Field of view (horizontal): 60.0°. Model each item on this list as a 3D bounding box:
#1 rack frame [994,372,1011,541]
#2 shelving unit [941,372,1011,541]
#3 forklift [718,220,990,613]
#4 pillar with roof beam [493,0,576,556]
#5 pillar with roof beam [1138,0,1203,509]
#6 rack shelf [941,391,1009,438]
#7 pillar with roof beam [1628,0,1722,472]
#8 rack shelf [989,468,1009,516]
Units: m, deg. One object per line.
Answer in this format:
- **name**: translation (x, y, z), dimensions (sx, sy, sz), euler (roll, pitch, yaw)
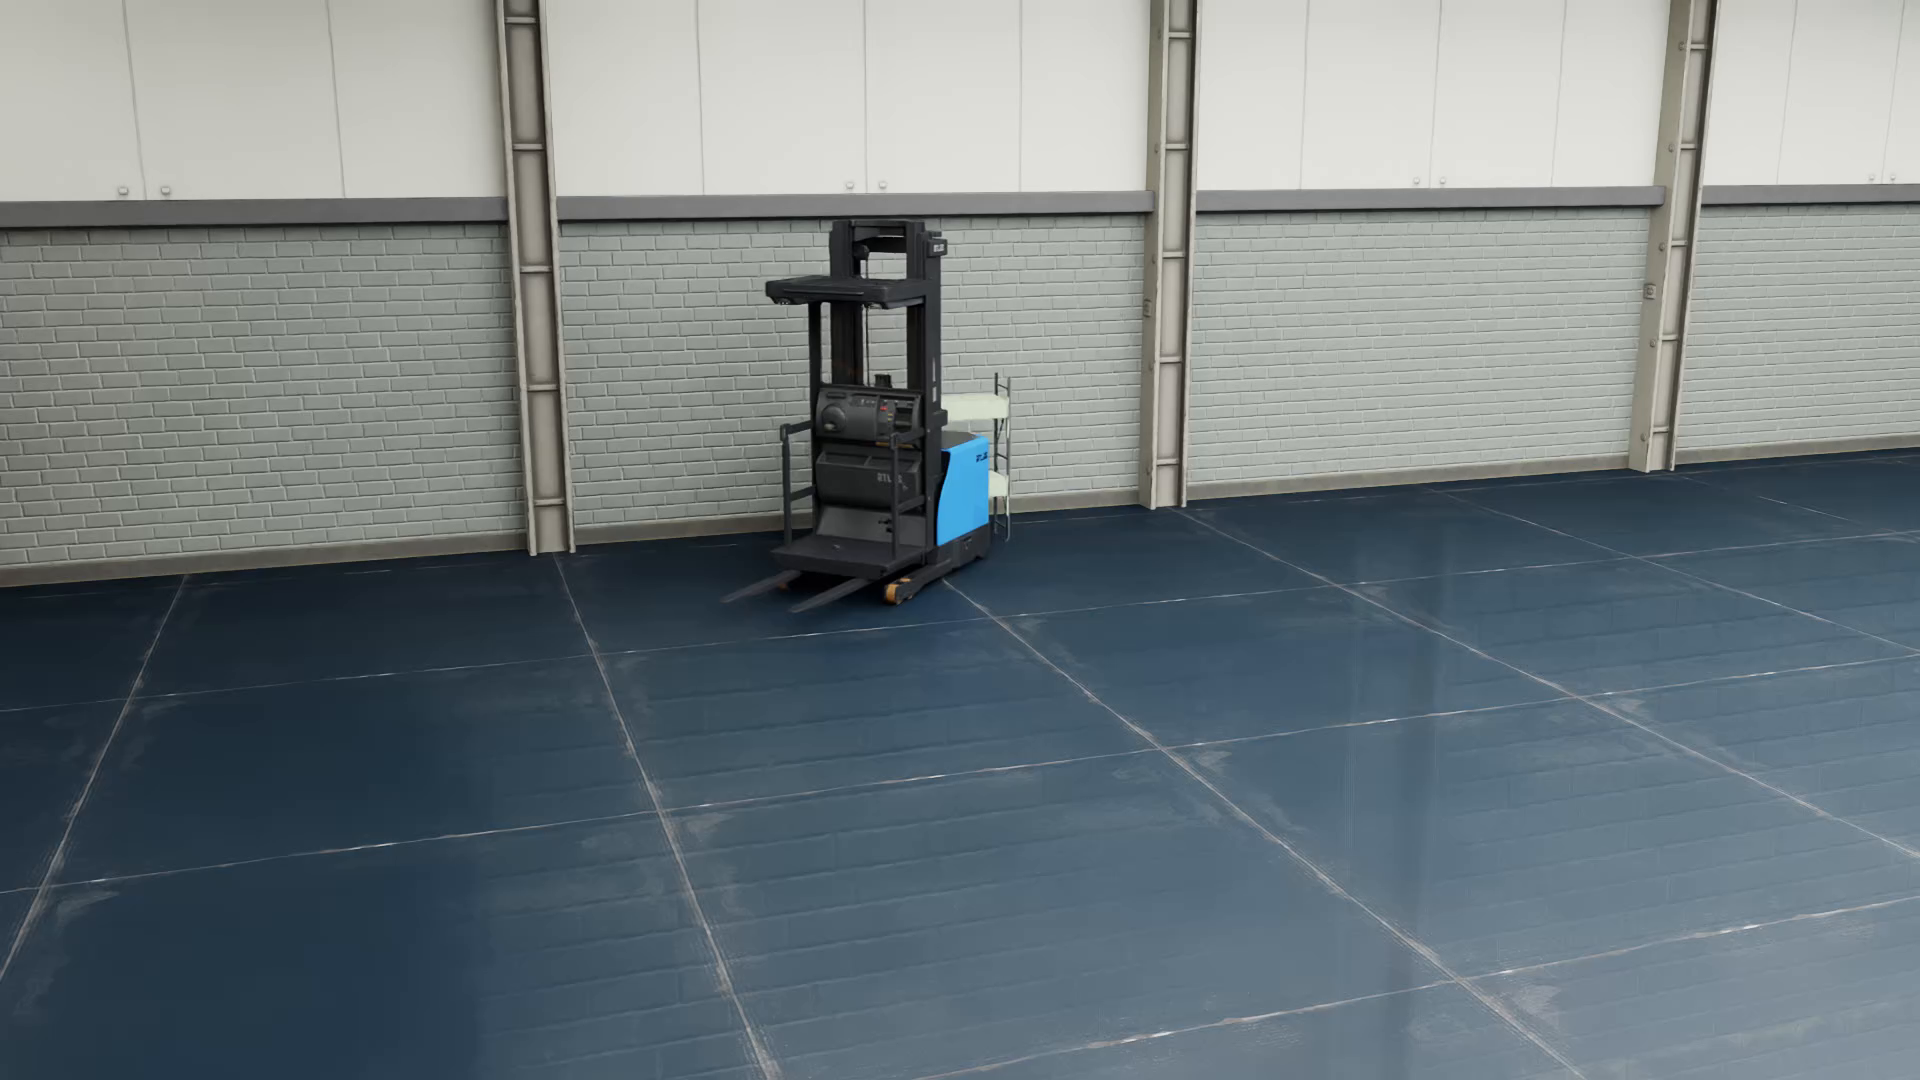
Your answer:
- **rack frame**: translation (0.385, -0.766, 15.227), dimensions (0.023, 1.500, 0.400), euler (-4, 14, -17)
- **shelving unit**: translation (0.036, -0.740, 15.121), dimensions (0.755, 1.500, 0.431), euler (-4, 14, -17)
- **forklift**: translation (-0.835, -1.032, 13.254), dimensions (1.130, 2.935, 3.031), euler (6, 15, 25)
- **pillar with roof beam**: translation (-2.281, -3.344, 9.861), dimensions (0.400, 9.000, 9.100), euler (-4, 14, -18)
- **pillar with roof beam**: translation (3.406, -3.787, 11.723), dimensions (0.400, 9.000, 9.100), euler (-4, 14, -18)
- **rack shelf**: translation (0.036, -1.120, 15.031), dimensions (0.720, 0.370, 0.431), euler (-4, 14, -17)
- **pillar with roof beam**: translation (9.092, -4.229, 13.585), dimensions (0.400, 9.000, 9.100), euler (-4, 14, -18)
- **rack shelf**: translation (0.036, -0.423, 15.197), dimensions (0.720, 0.370, 0.431), euler (-4, 14, -17)
